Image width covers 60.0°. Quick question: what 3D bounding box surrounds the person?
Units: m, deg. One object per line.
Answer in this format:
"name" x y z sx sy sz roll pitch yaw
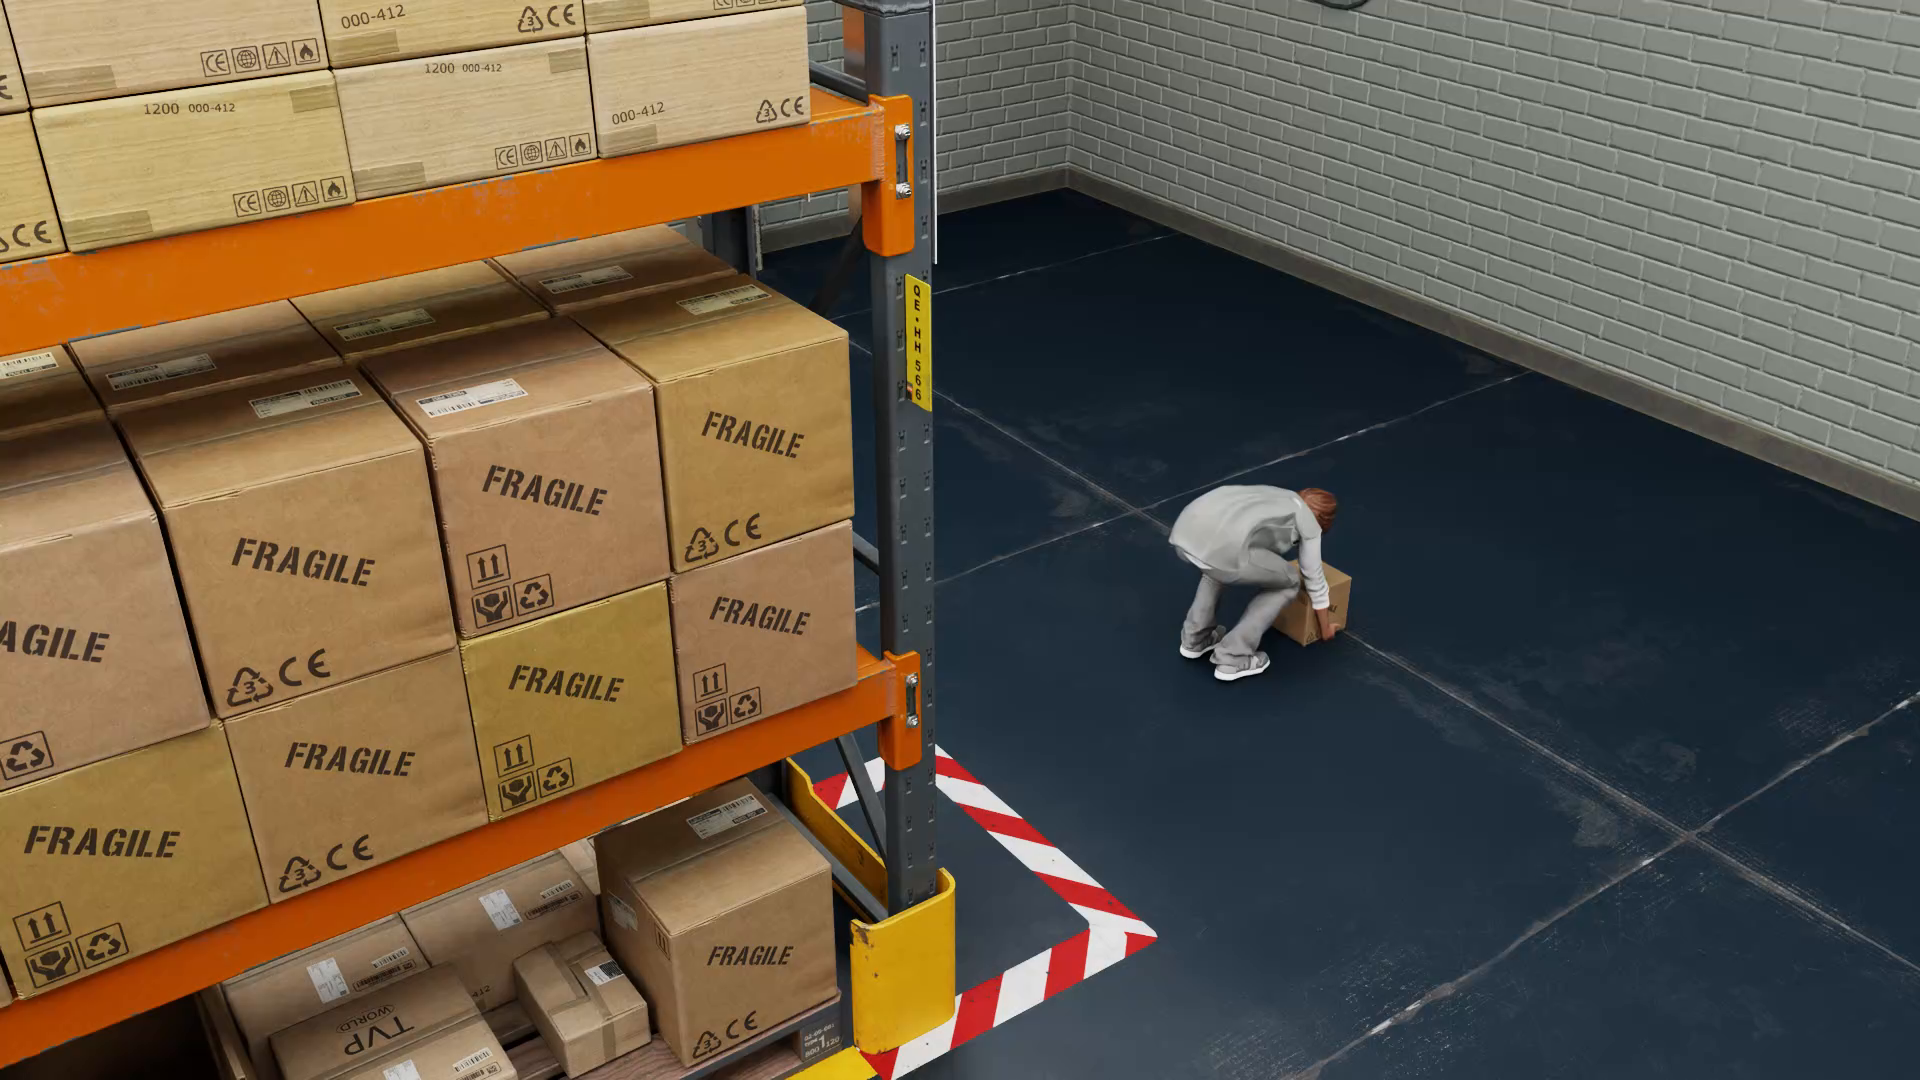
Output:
"person" 1.200 0.116 6.769 0.864 0.807 0.433 -21 35 -32
